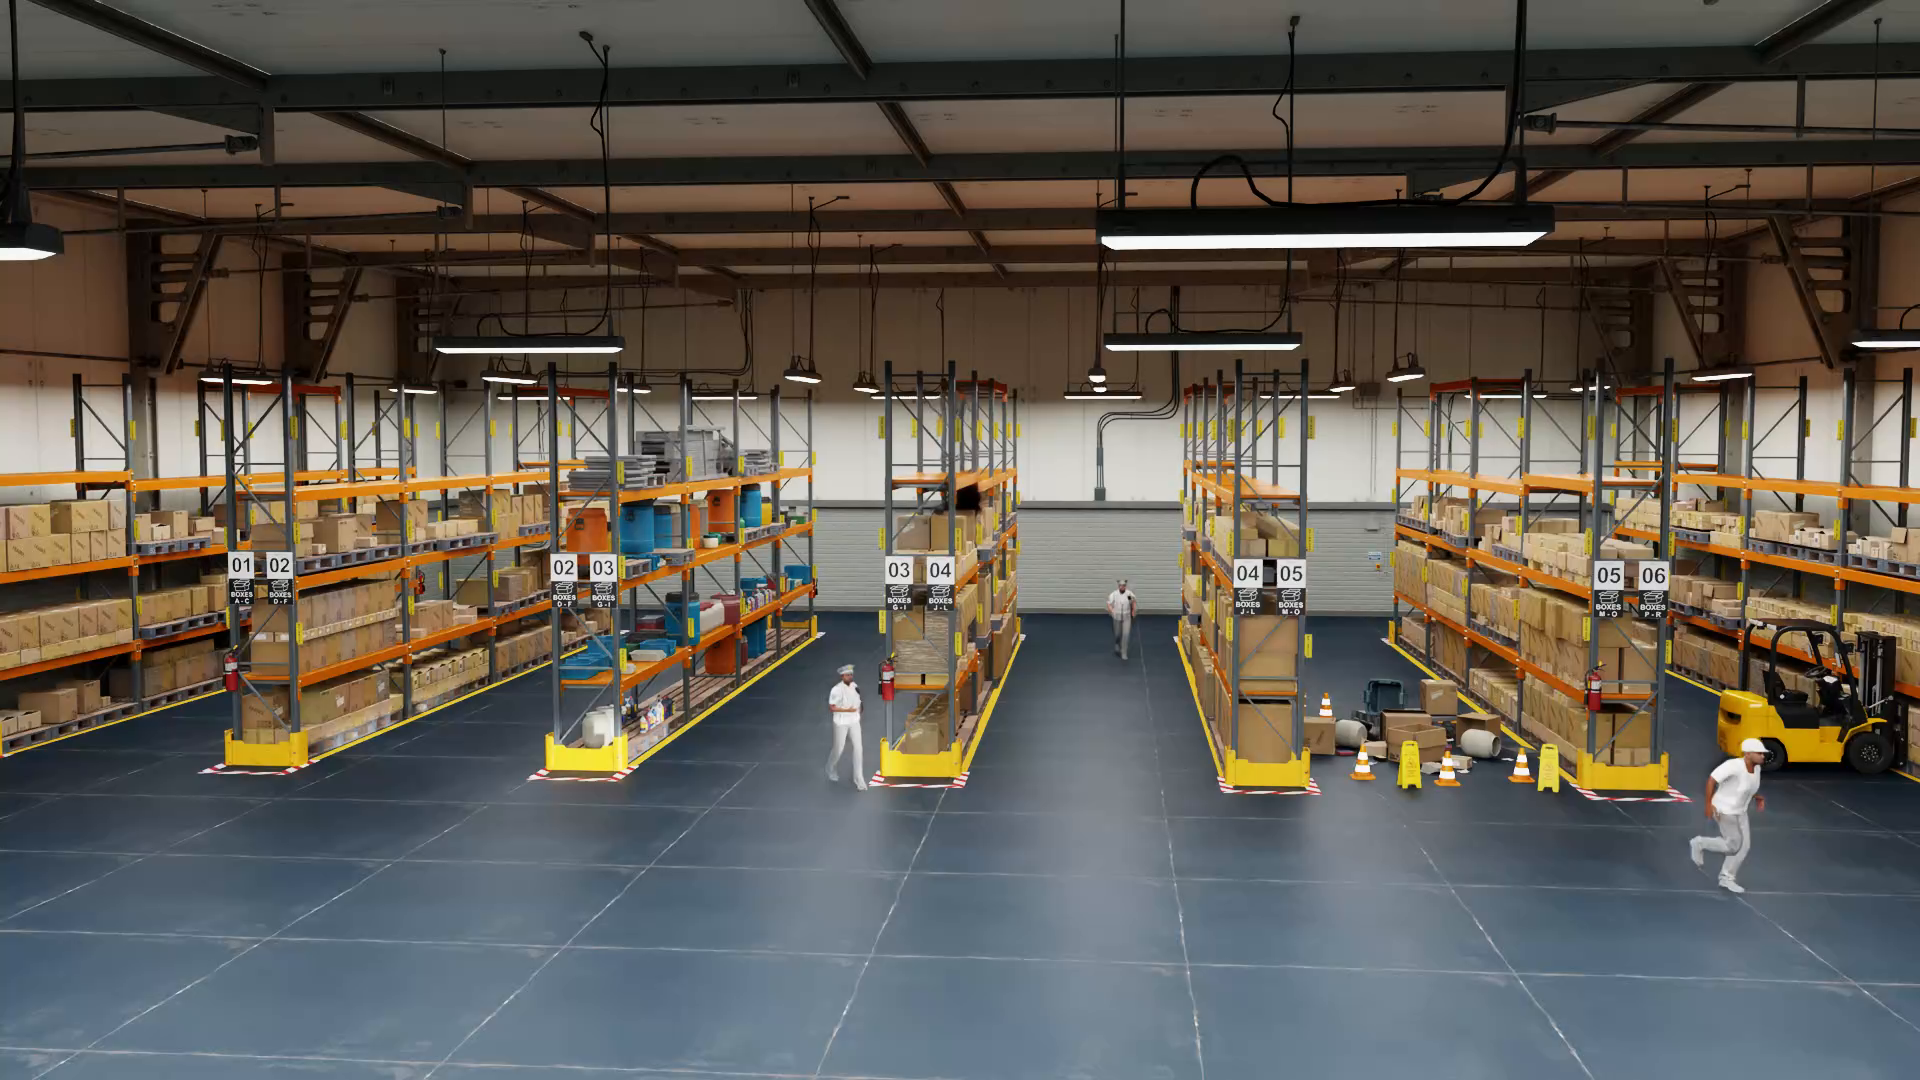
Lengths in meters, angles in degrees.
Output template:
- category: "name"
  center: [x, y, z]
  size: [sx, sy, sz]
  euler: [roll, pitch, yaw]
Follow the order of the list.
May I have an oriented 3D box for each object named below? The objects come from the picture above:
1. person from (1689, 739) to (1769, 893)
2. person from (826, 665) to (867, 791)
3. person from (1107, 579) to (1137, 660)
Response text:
- category: "person"
  center: [8.433, 2.980, 18.226]
  size: [0.697, 1.693, 0.834]
  euler: [-3, 5, -37]
- category: "person"
  center: [-1.613, 2.605, 23.394]
  size: [0.584, 1.741, 0.853]
  euler: [-2, 4, -33]
- category: "person"
  center: [3.578, 1.711, 36.732]
  size: [0.654, 1.752, 0.896]
  euler: [0, 4, 3]
